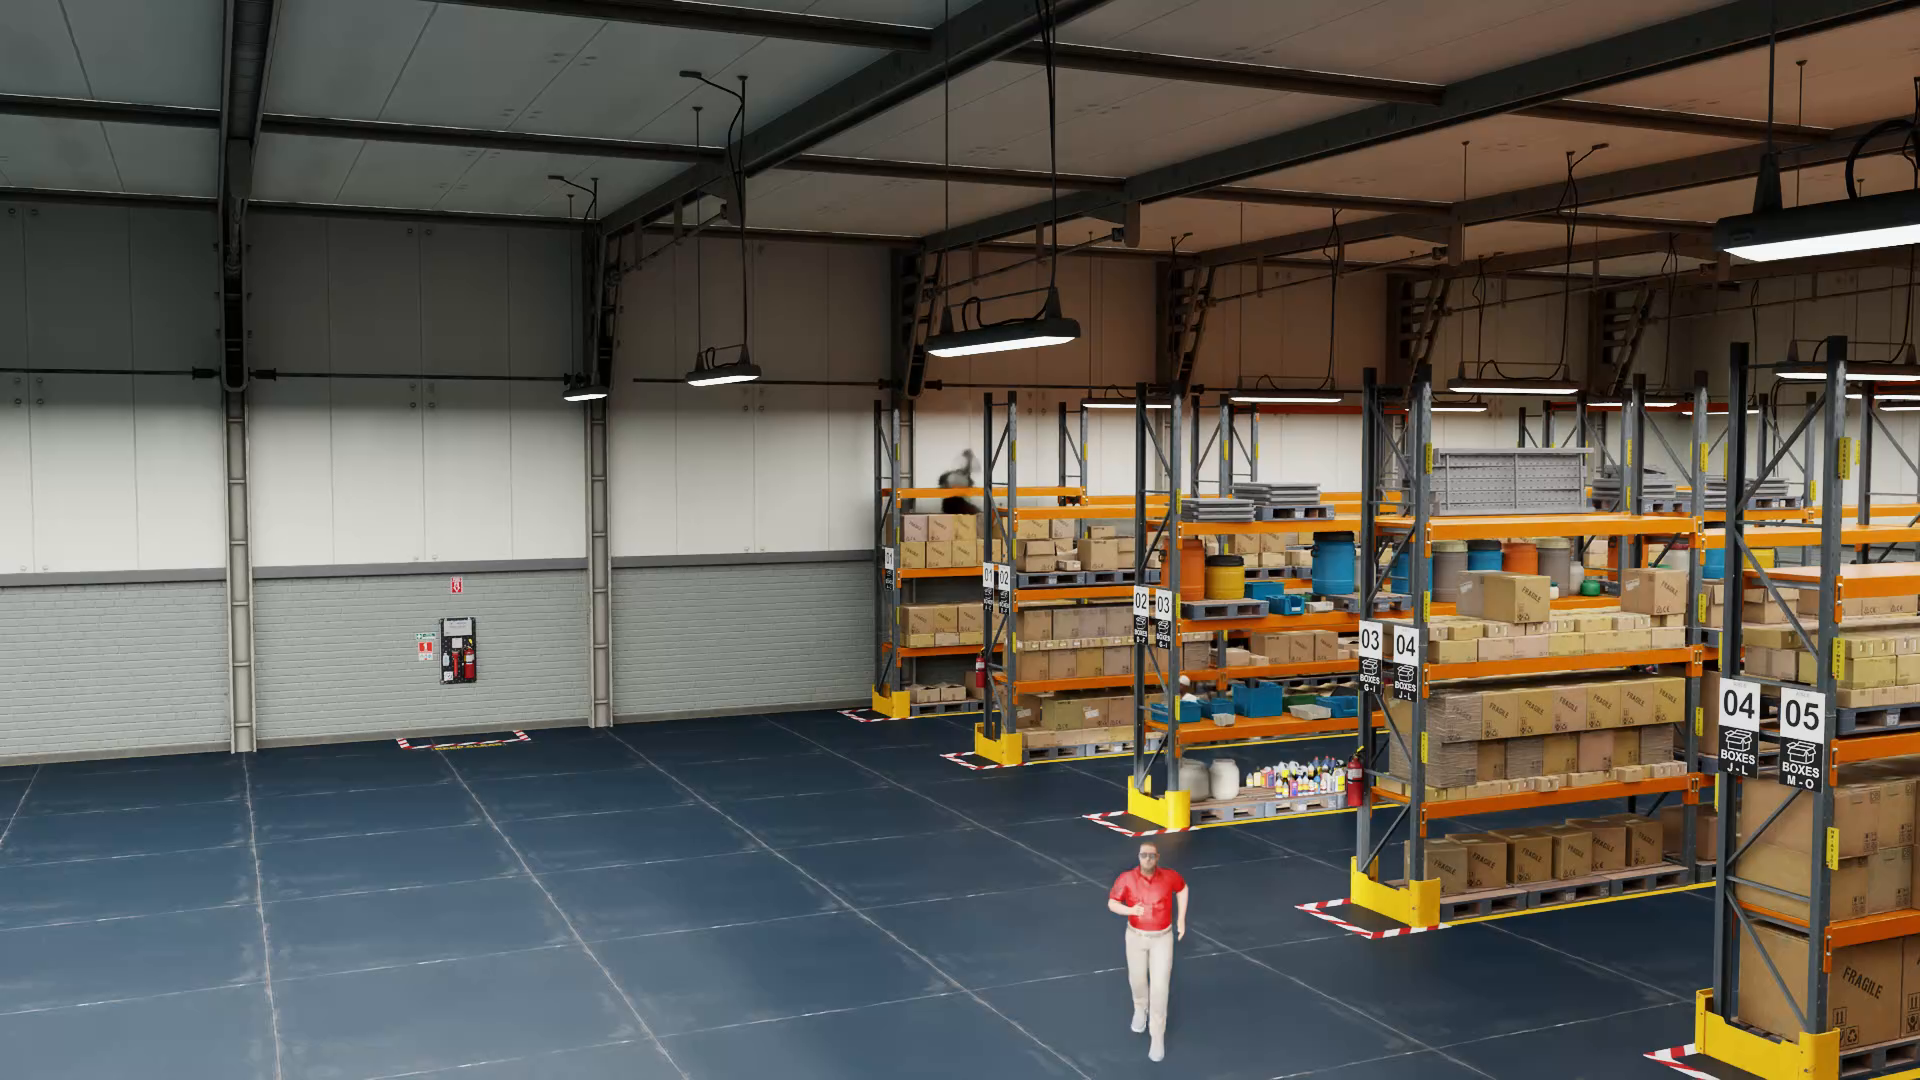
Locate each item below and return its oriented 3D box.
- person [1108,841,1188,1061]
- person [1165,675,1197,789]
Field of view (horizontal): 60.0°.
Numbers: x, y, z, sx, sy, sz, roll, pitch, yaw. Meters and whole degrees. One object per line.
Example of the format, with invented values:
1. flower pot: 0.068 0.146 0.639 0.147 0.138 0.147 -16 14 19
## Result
1. person: 1.612 3.464 14.287 0.664 1.793 0.847 1 3 10
2. person: 3.274 2.866 24.707 0.605 1.718 0.696 -2 4 -31
